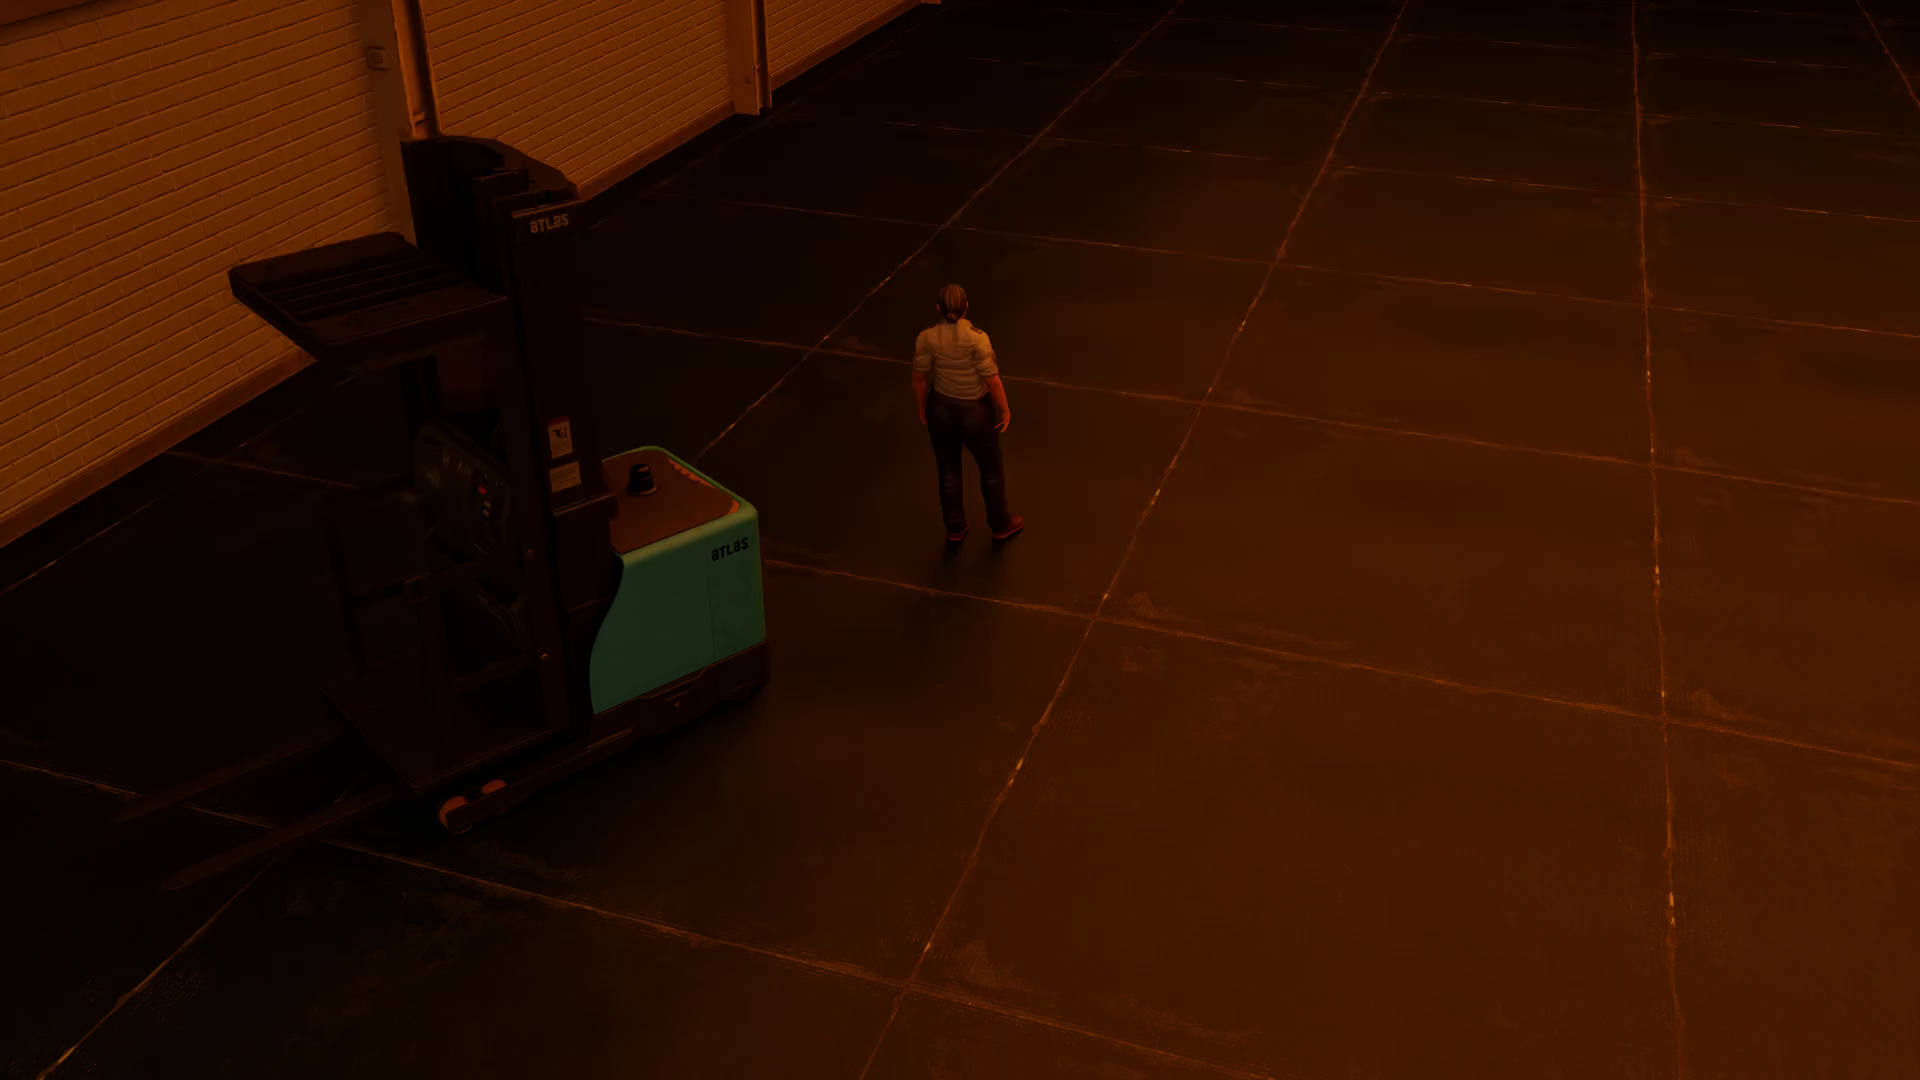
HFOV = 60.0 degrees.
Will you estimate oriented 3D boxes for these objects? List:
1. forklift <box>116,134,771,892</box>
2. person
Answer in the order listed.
[{"bbox_3d":[-2.435,-0.207,7.501,3.031,2.935,1.130,-23,37,-35],"label":"forklift"},{"bbox_3d":[0.050,-0.760,9.751,0.599,1.650,0.503,10,31,16],"label":"person"}]
